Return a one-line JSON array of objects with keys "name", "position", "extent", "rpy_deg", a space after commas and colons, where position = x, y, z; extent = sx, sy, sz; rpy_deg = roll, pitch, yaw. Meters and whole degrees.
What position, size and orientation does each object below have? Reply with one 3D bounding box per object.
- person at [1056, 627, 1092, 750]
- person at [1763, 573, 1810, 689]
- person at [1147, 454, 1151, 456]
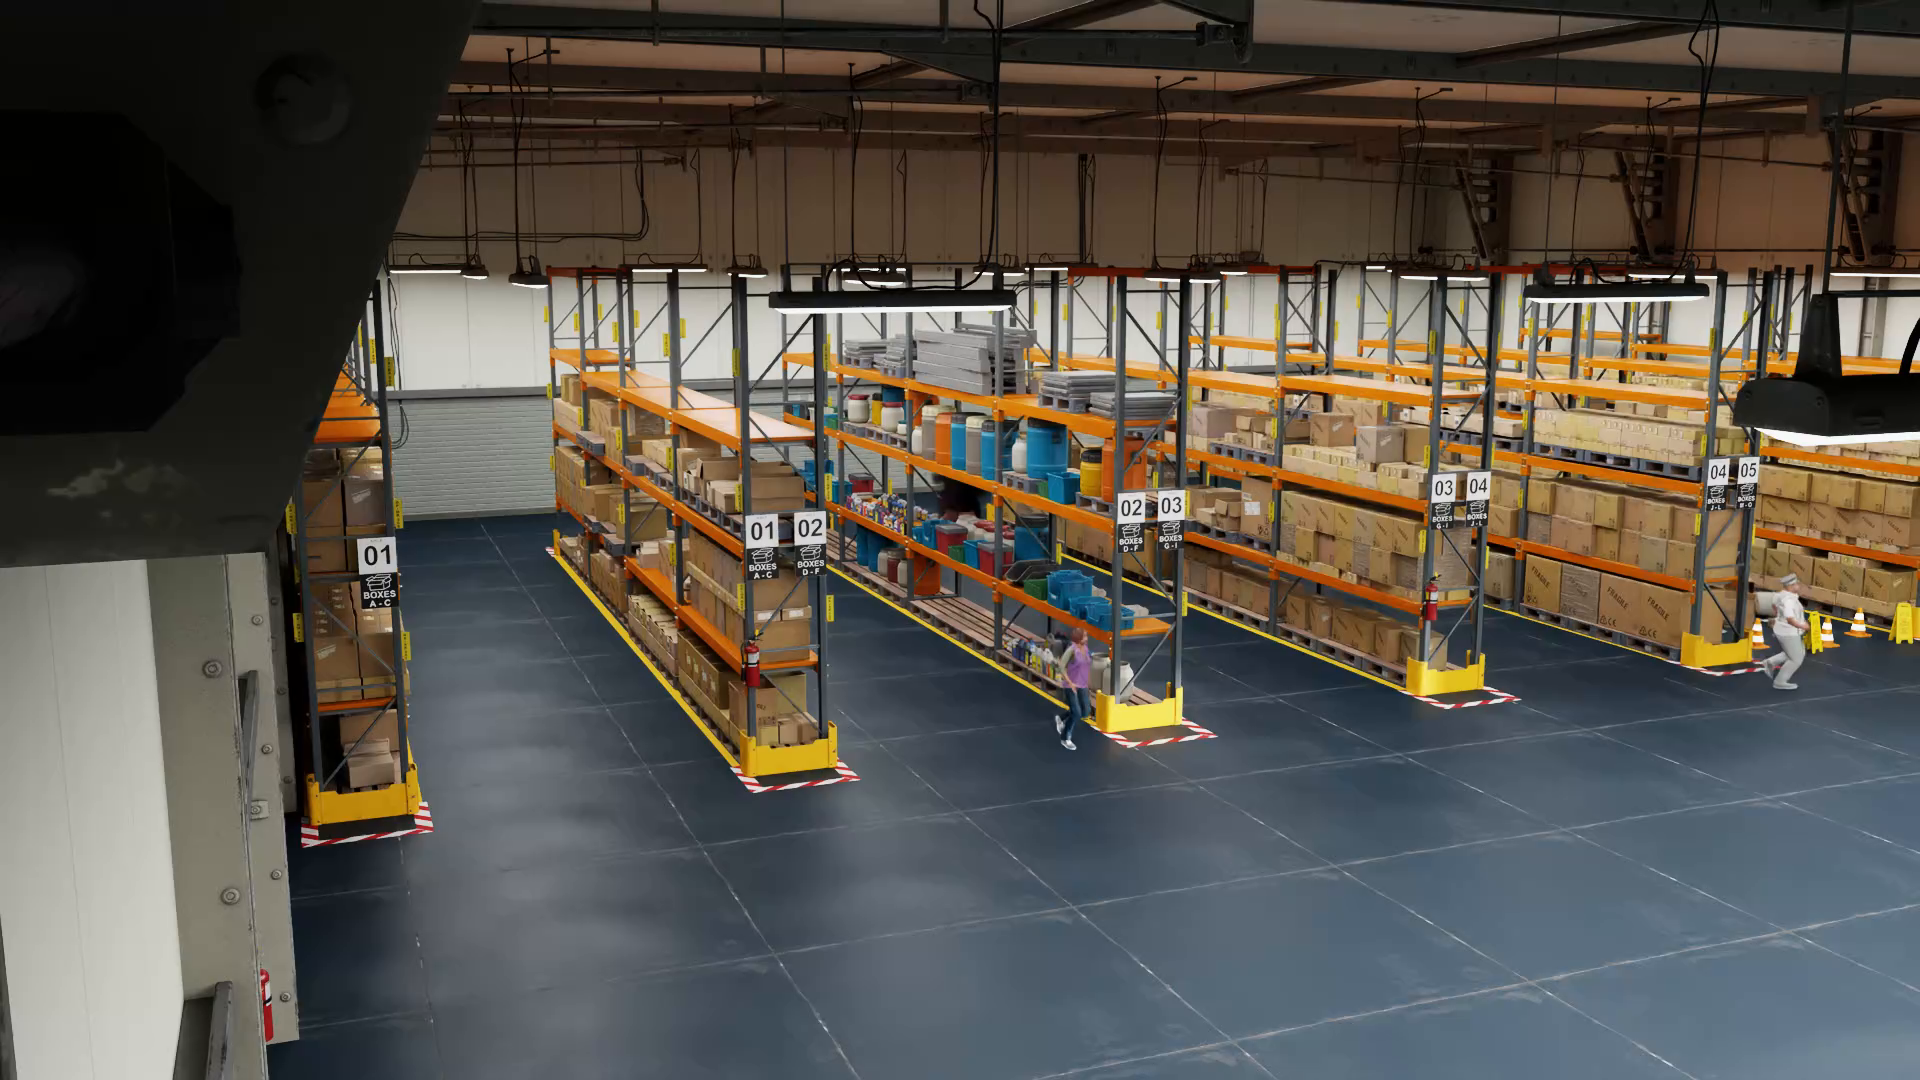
[{"name": "person", "position": [1.466, 1.891, 21.467], "extent": [0.581, 1.550, 0.506], "rpy_deg": [-10, 14, -44]}, {"name": "person", "position": [12.028, 1.318, 24.125], "extent": [0.540, 1.720, 0.701], "rpy_deg": [3, 10, 19]}, {"name": "person", "position": [4.282, -1.093, 37.940], "extent": [0.707, 1.736, 0.634], "rpy_deg": [-5, 11, -28]}]
